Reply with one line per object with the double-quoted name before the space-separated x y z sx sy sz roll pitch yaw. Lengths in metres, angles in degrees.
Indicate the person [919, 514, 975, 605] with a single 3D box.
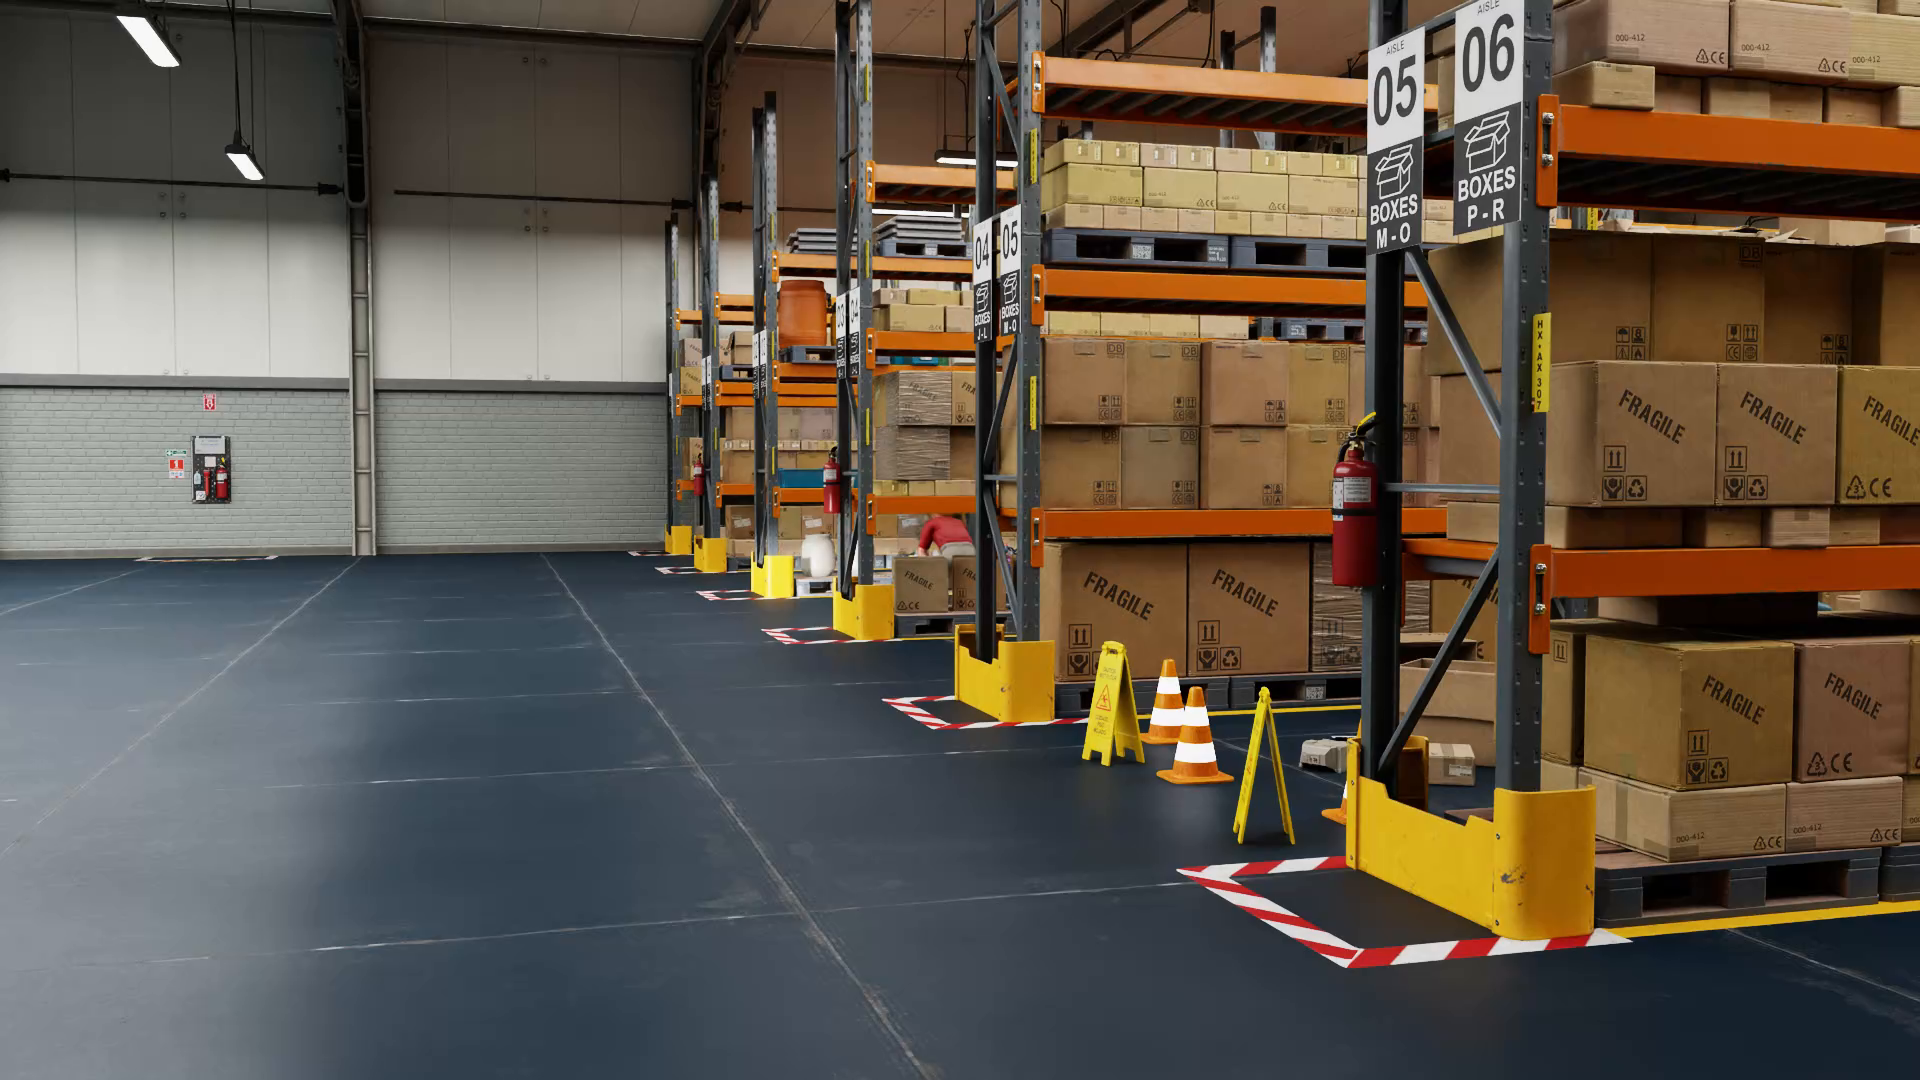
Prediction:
"person" -0.135 0.217 18.330 0.569 1.095 0.833 -1 3 -17
